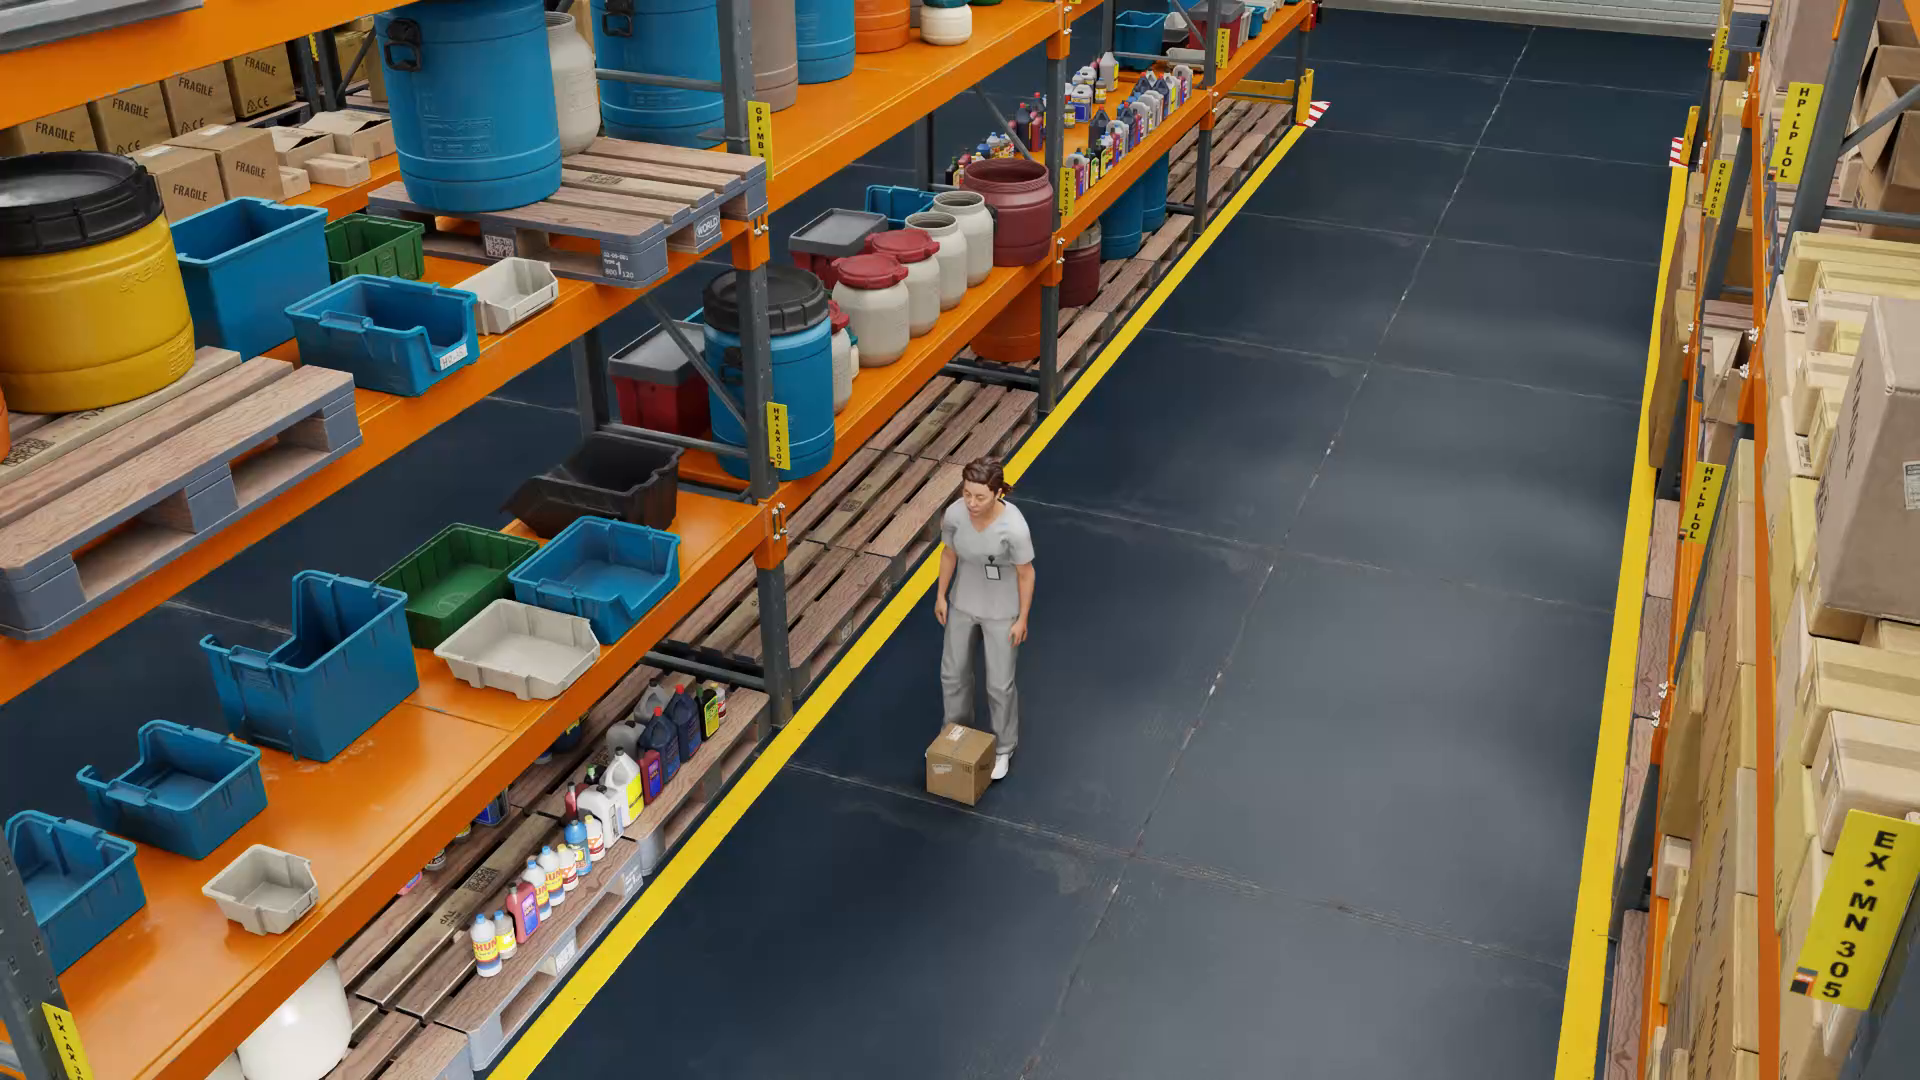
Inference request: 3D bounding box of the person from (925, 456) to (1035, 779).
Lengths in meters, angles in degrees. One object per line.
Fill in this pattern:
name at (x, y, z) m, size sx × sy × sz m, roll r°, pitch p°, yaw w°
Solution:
person at (0.108, 0.339, 7.801) m, size 0.484 × 1.672 × 0.360 m, roll 14°, pitch 33°, yaw 23°
